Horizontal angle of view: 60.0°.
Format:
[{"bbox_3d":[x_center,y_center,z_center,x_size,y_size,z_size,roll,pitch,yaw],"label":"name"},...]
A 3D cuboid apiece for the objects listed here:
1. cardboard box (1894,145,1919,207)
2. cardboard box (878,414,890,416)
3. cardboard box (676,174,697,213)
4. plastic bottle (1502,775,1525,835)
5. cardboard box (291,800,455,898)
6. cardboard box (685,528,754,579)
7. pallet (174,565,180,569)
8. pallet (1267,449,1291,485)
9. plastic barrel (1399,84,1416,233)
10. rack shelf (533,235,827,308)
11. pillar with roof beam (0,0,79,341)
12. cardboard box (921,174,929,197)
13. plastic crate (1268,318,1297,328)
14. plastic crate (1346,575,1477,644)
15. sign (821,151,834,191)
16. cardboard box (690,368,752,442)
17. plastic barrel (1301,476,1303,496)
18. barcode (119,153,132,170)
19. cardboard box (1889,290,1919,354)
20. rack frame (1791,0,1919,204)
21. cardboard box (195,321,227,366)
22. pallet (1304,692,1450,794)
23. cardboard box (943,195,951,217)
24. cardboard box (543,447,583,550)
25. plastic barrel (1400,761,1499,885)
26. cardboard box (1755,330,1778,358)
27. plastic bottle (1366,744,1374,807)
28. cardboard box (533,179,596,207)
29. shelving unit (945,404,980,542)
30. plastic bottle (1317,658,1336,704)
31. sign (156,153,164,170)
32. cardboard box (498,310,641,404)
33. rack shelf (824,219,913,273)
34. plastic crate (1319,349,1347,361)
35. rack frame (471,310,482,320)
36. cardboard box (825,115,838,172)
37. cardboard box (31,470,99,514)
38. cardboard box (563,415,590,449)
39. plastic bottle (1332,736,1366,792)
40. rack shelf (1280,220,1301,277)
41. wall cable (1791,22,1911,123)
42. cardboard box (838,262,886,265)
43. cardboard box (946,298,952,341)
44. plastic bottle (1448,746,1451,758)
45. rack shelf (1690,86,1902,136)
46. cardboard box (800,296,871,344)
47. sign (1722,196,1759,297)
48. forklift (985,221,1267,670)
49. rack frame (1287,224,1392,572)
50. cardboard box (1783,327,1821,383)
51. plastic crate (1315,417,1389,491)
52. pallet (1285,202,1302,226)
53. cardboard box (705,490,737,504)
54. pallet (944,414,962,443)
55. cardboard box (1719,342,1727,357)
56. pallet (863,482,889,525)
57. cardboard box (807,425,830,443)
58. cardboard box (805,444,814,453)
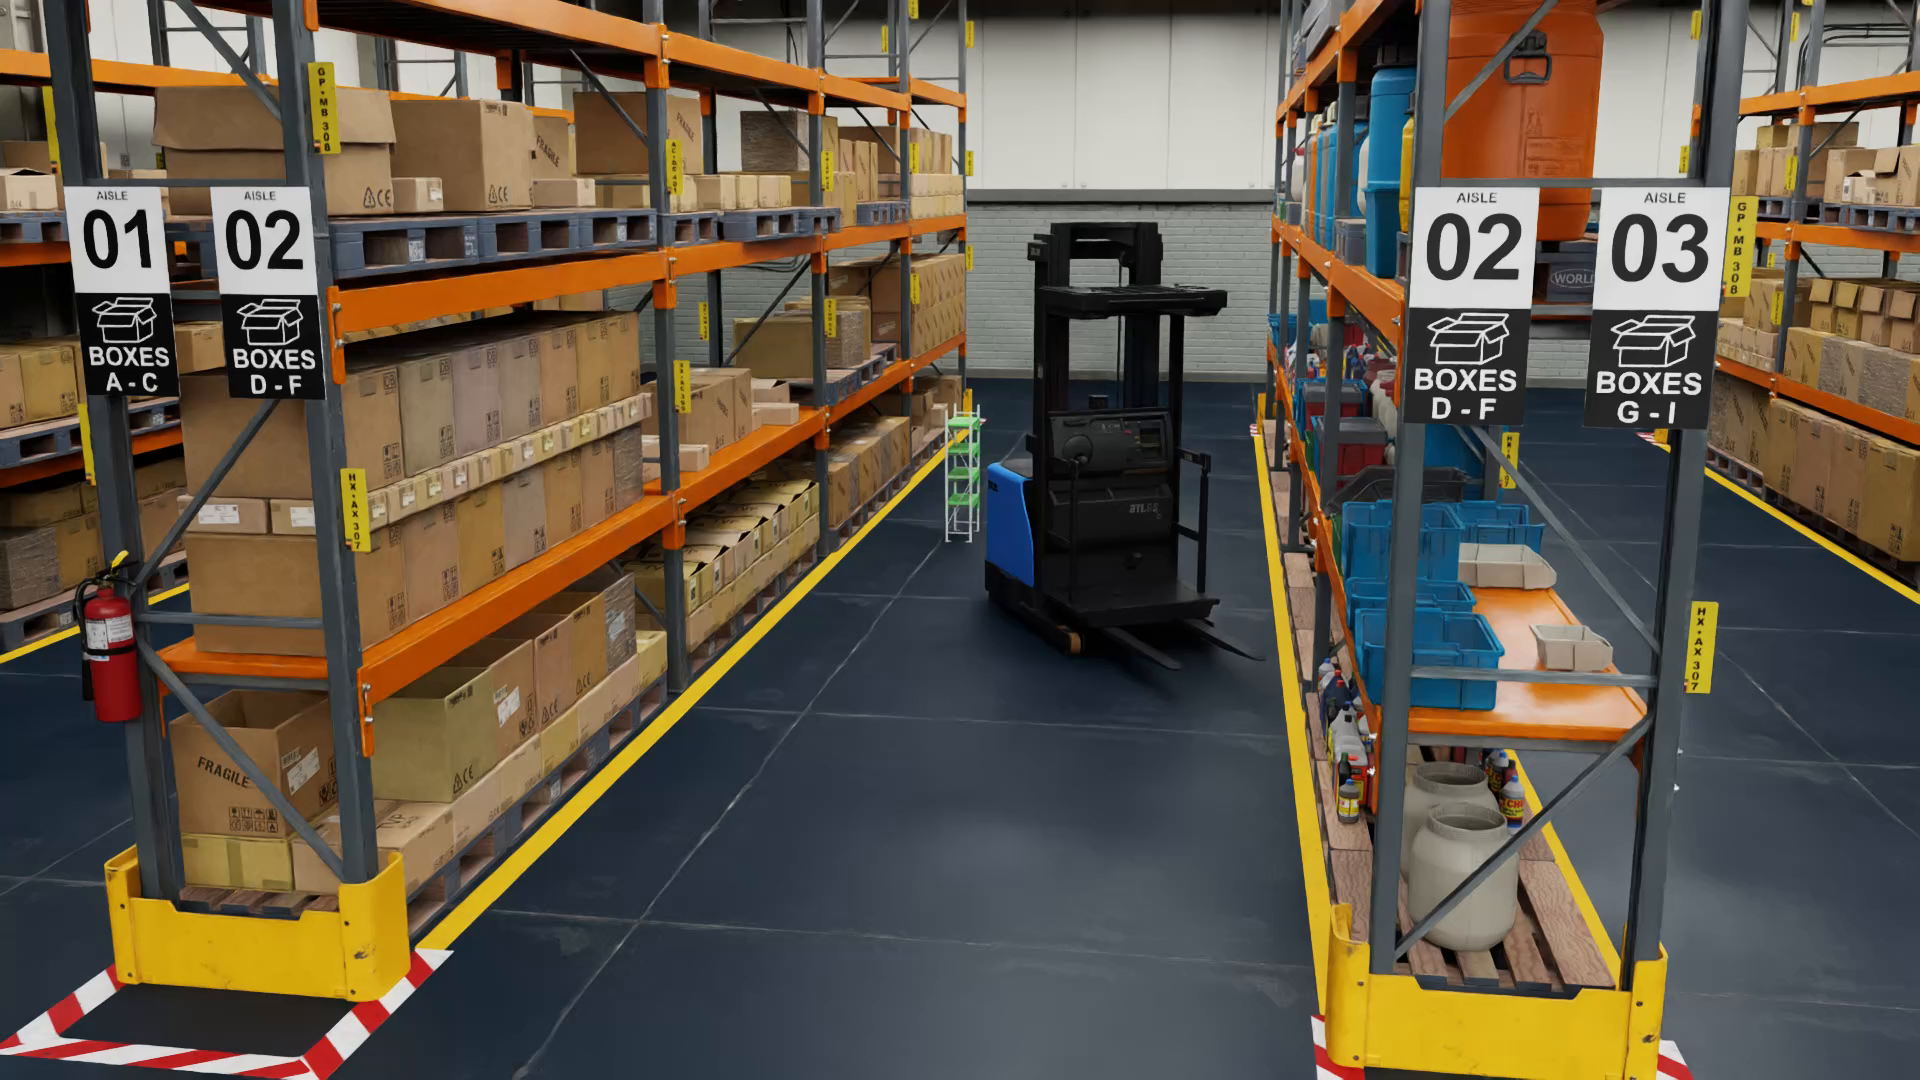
[{"bbox_3d":[8.204,-3.049,13.924,0.500,0.500,0.500,3,12,12],"label":"cardboard box"},{"bbox_3d":[-1.114,-1.356,19.759,0.500,0.311,0.500,2,12,9],"label":"cardboard box"},{"bbox_3d":[-2.081,-2.347,11.258,0.500,0.250,0.500,1,12,3],"label":"cardboard box"},{"bbox_3d":[2.598,1.239,7.811,0.097,0.271,0.097,0,12,0],"label":"plastic bottle"},{"bbox_3d":[-2.580,1.361,7.344,0.500,0.250,0.500,2,12,9],"label":"cardboard box"},{"bbox_3d":[-1.797,0.069,12.008,0.500,0.311,0.500,1,12,7],"label":"cardboard box"},{"bbox_3d":[-6.669,0.028,14.621,1.003,0.211,1.213,2,12,9],"label":"pallet"},{"bbox_3d":[3.932,-0.801,18.466,1.003,0.211,1.213,2,12,9],"label":"pallet"},{"bbox_3d":[2.061,-1.517,6.605,0.600,0.588,0.600,0,12,0],"label":"plastic barrel"},{"bbox_3d":[-1.960,-2.037,12.169,1.077,0.370,4.000,2,12,9],"label":"rack shelf"},{"bbox_3d":[-3.348,-4.049,12.677,9.100,9.000,0.400,2,12,9],"label":"pillar with roof beam"},{"bbox_3d":[-0.642,-4.006,18.767,0.500,0.250,0.500,2,12,9],"label":"cardboard box"},{"bbox_3d":[4.007,-2.612,20.507,0.416,0.233,0.300,2,12,9],"label":"plastic crate"},{"bbox_3d":[1.898,0.312,7.036,0.499,0.251,0.408,2,12,9],"label":"plastic crate"},{"bbox_3d":[-1.105,-3.077,13.871,0.100,0.325,0.005,2,12,9],"label":"sign"},{"bbox_3d":[-1.894,-1.038,12.707,0.500,0.500,0.500,1,12,6],"label":"cardboard box"},{"bbox_3d":[3.472,-0.624,15.935,0.421,0.512,0.421,0,12,0],"label":"plastic barrel"},{"bbox_3d":[-3.313,-1.502,6.600,0.001,0.075,0.075,2,12,9],"label":"barcode"},{"bbox_3d":[8.367,-1.843,14.065,0.797,0.503,0.637,2,12,10],"label":"cardboard box"},{"bbox_3d":[8.751,-4.782,16.080,1.000,3.000,0.127,2,12,9],"label":"rack frame"},{"bbox_3d":[-6.610,-1.664,14.570,0.700,0.500,0.500,0,12,2],"label":"cardboard box"},{"bbox_3d":[2.482,1.157,9.380,1.003,0.211,1.213,2,12,9],"label":"pallet"},{"bbox_3d":[-0.392,-4.073,20.266,0.500,0.250,0.500,2,12,9],"label":"cardboard box"},{"bbox_3d":[-2.485,-0.248,9.043,0.700,0.500,0.500,2,12,9],"label":"cardboard box"},{"bbox_3d":[2.114,1.255,7.214,0.421,0.512,0.421,0,12,0],"label":"plastic barrel"},{"bbox_3d":[8.559,-2.022,17.162,0.500,0.250,0.500,2,12,8],"label":"cardboard box"},{"bbox_3d":[2.032,1.156,8.169,0.061,0.283,0.133,2,12,9],"label":"plastic bottle"},{"bbox_3d":[-2.183,-1.863,8.923,0.380,0.149,0.250,2,12,9],"label":"cardboard box"},{"bbox_3d":[0.025,-0.621,15.283,0.258,1.200,0.503,2,12,9],"label":"shelving unit"},{"bbox_3d":[2.144,0.826,9.728,0.097,0.271,0.097,0,12,0],"label":"plastic bottle"},{"bbox_3d":[-7.095,-3.276,14.795,0.100,0.325,0.005,2,12,9],"label":"sign"},{"bbox_3d":[-2.329,-1.096,9.901,0.700,0.500,0.500,2,12,9],"label":"cardboard box"},{"bbox_3d":[-1.345,-2.870,16.033,1.077,0.370,4.000,2,12,9],"label":"rack shelf"},{"bbox_3d":[4.070,-2.003,17.906,0.396,0.136,0.243,2,12,9],"label":"plastic crate"},{"bbox_3d":[-5.932,-2.331,18.946,1.000,3.000,0.127,2,12,9],"label":"rack frame"},{"bbox_3d":[-1.422,-3.645,15.315,0.500,0.500,0.500,2,12,9],"label":"cardboard box"},{"bbox_3d":[-6.925,-0.379,12.999,0.500,0.250,0.500,2,12,7],"label":"cardboard box"},{"bbox_3d":[-2.256,-0.597,9.121,0.380,0.149,0.250,2,12,8],"label":"cardboard box"},{"bbox_3d":[1.948,1.127,8.319,0.152,0.276,0.135,2,12,7],"label":"plastic bottle"},{"bbox_3d":[3.549,-2.708,15.284,1.077,0.370,4.000,2,12,9],"label":"rack shelf"},{"bbox_3d":[13.641,-8.253,24.548,2.277,5.999,0.120,2,12,9],"label":"wall cable"},{"bbox_3d":[-1.139,-2.929,19.111,0.500,0.500,0.500,2,12,8],"label":"cardboard box"},{"bbox_3d":[-0.380,-2.739,20.602,0.500,0.500,0.500,2,12,9],"label":"cardboard box"},{"bbox_3d":[2.628,1.021,8.797,0.061,0.283,0.133,2,12,9],"label":"plastic bottle"},{"bbox_3d":[9.058,-4.651,18.129,1.077,0.370,4.000,2,12,9],"label":"rack shelf"},{"bbox_3d":[-1.331,-2.334,17.726,0.700,0.500,0.500,-2,12,-10],"label":"cardboard box"},{"bbox_3d":[2.554,-0.964,5.461,0.100,0.325,0.005,2,12,9],"label":"sign"},{"bbox_3d":[1.158,-0.728,11.670,1.130,2.935,3.031,-4,13,-19],"label":"forklift"},{"bbox_3d":[3.242,-1.177,13.593,1.000,3.000,0.127,2,12,9],"label":"rack frame"},{"bbox_3d":[8.433,-1.811,16.294,0.500,0.500,0.500,2,12,9],"label":"cardboard box"},{"bbox_3d":[2.399,-0.487,10.236,0.402,0.464,0.583,2,12,9],"label":"plastic crate"},{"bbox_3d":[3.833,-3.218,16.388,1.213,0.211,1.003,2,12,9],"label":"pallet"},{"bbox_3d":[-2.095,-0.265,13.557,0.500,0.311,0.500,2,12,7],"label":"cardboard box"},{"bbox_3d":[-0.555,-1.459,21.519,1.003,0.211,1.213,2,12,9],"label":"pallet"},{"bbox_3d":[8.712,-2.121,18.569,0.380,0.149,0.250,2,12,10],"label":"cardboard box"},{"bbox_3d":[-1.310,-0.383,16.525,1.003,0.211,1.213,2,12,9],"label":"pallet"},{"bbox_3d":[-1.583,-1.125,16.462,0.500,0.250,0.500,2,12,8],"label":"cardboard box"},{"bbox_3d":[-1.660,-0.642,15.996,0.500,0.500,0.500,1,12,7],"label":"cardboard box"}]
